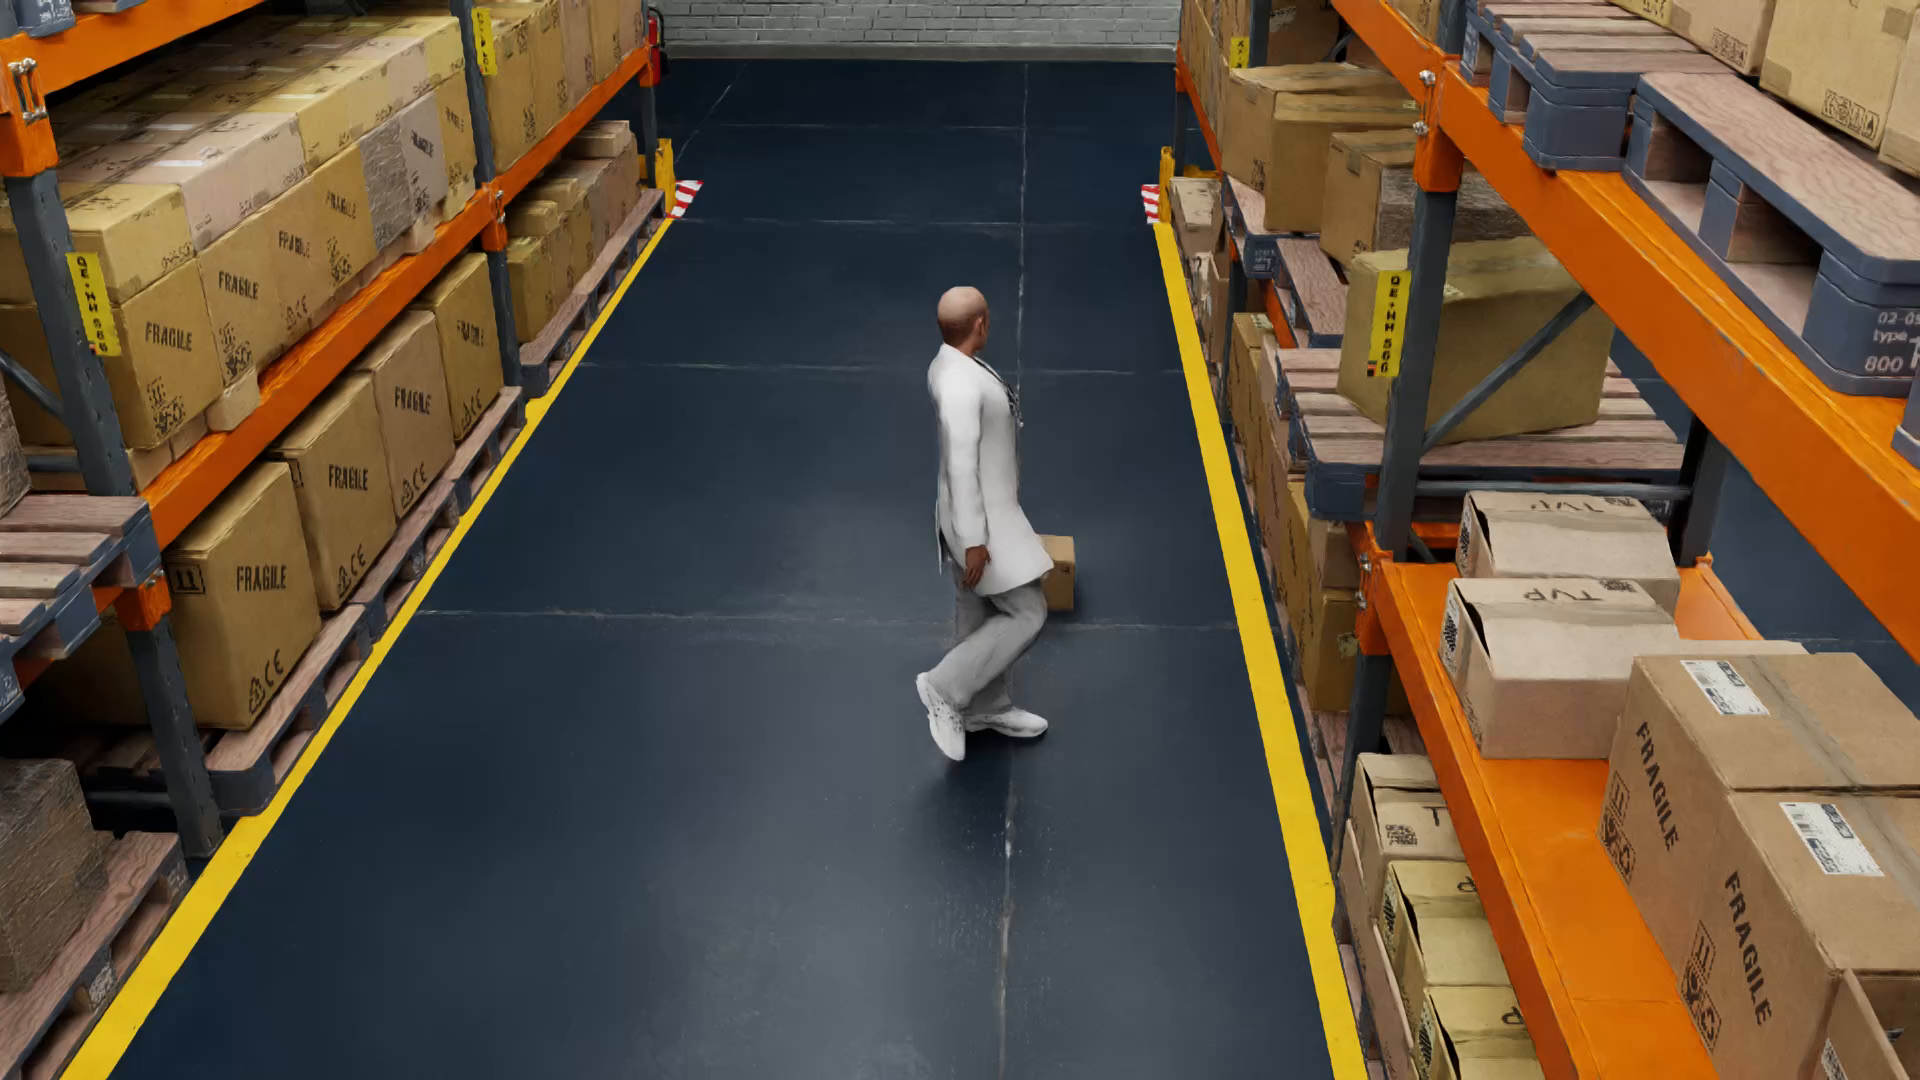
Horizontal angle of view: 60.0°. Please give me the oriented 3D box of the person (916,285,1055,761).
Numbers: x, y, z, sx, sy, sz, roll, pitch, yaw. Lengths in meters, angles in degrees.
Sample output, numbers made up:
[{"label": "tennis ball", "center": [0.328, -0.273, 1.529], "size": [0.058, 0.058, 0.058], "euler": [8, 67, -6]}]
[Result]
[{"label": "person", "center": [0.077, -0.057, 6.228], "size": [0.524, 1.776, 0.700], "euler": [-3, 28, -7]}]
